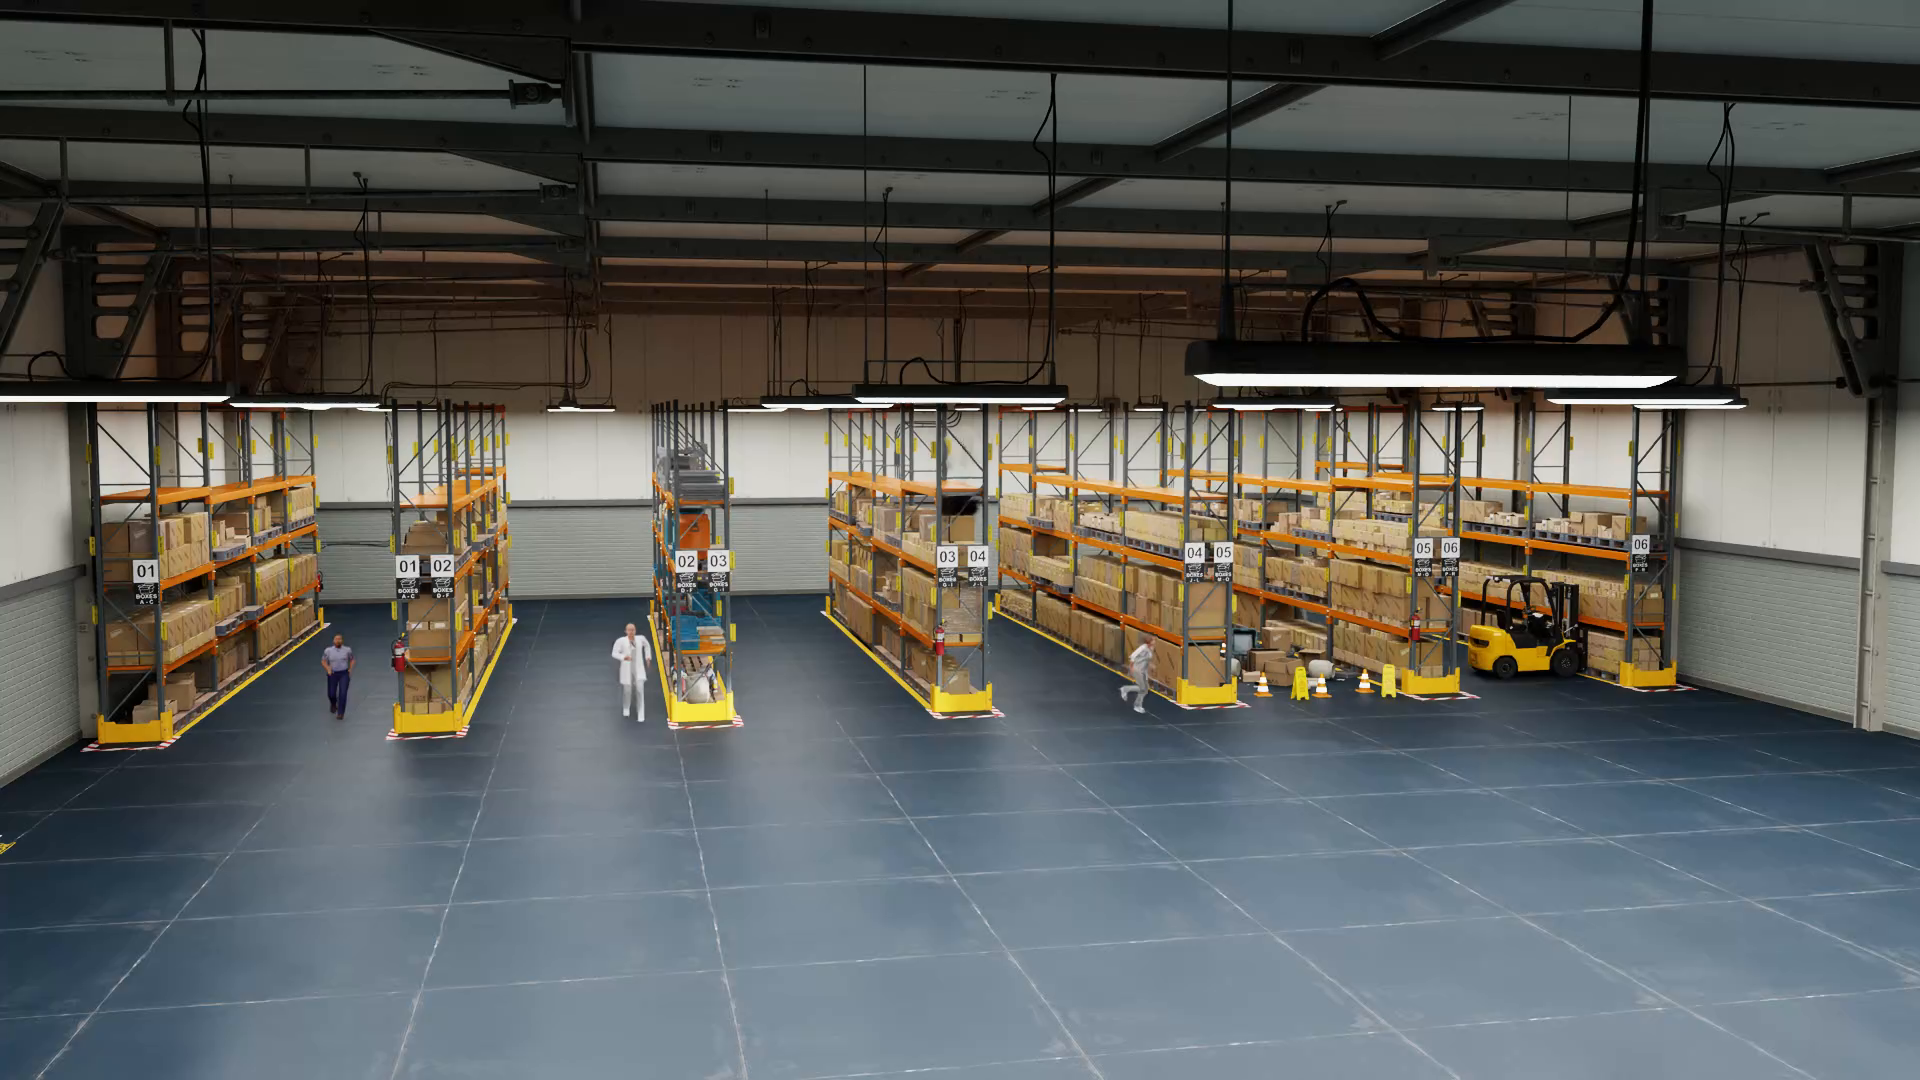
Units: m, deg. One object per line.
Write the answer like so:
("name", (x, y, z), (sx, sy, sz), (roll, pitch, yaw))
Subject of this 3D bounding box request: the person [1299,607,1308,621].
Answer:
("person", (9.141, 1.435, 45.225), (0.660, 1.805, 0.878), (-1, 4, -11))

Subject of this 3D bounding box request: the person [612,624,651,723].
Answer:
("person", (-6.166, 2.491, 31.252), (0.749, 1.867, 0.860), (-1, 5, -18))

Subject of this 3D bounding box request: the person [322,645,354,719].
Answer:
("person", (-11.714, 2.657, 31.366), (0.573, 1.409, 0.538), (-2, 5, -21))

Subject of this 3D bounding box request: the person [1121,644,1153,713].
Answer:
("person", (3.407, 2.657, 32.131), (0.623, 1.345, 0.532), (2, 5, 28))
